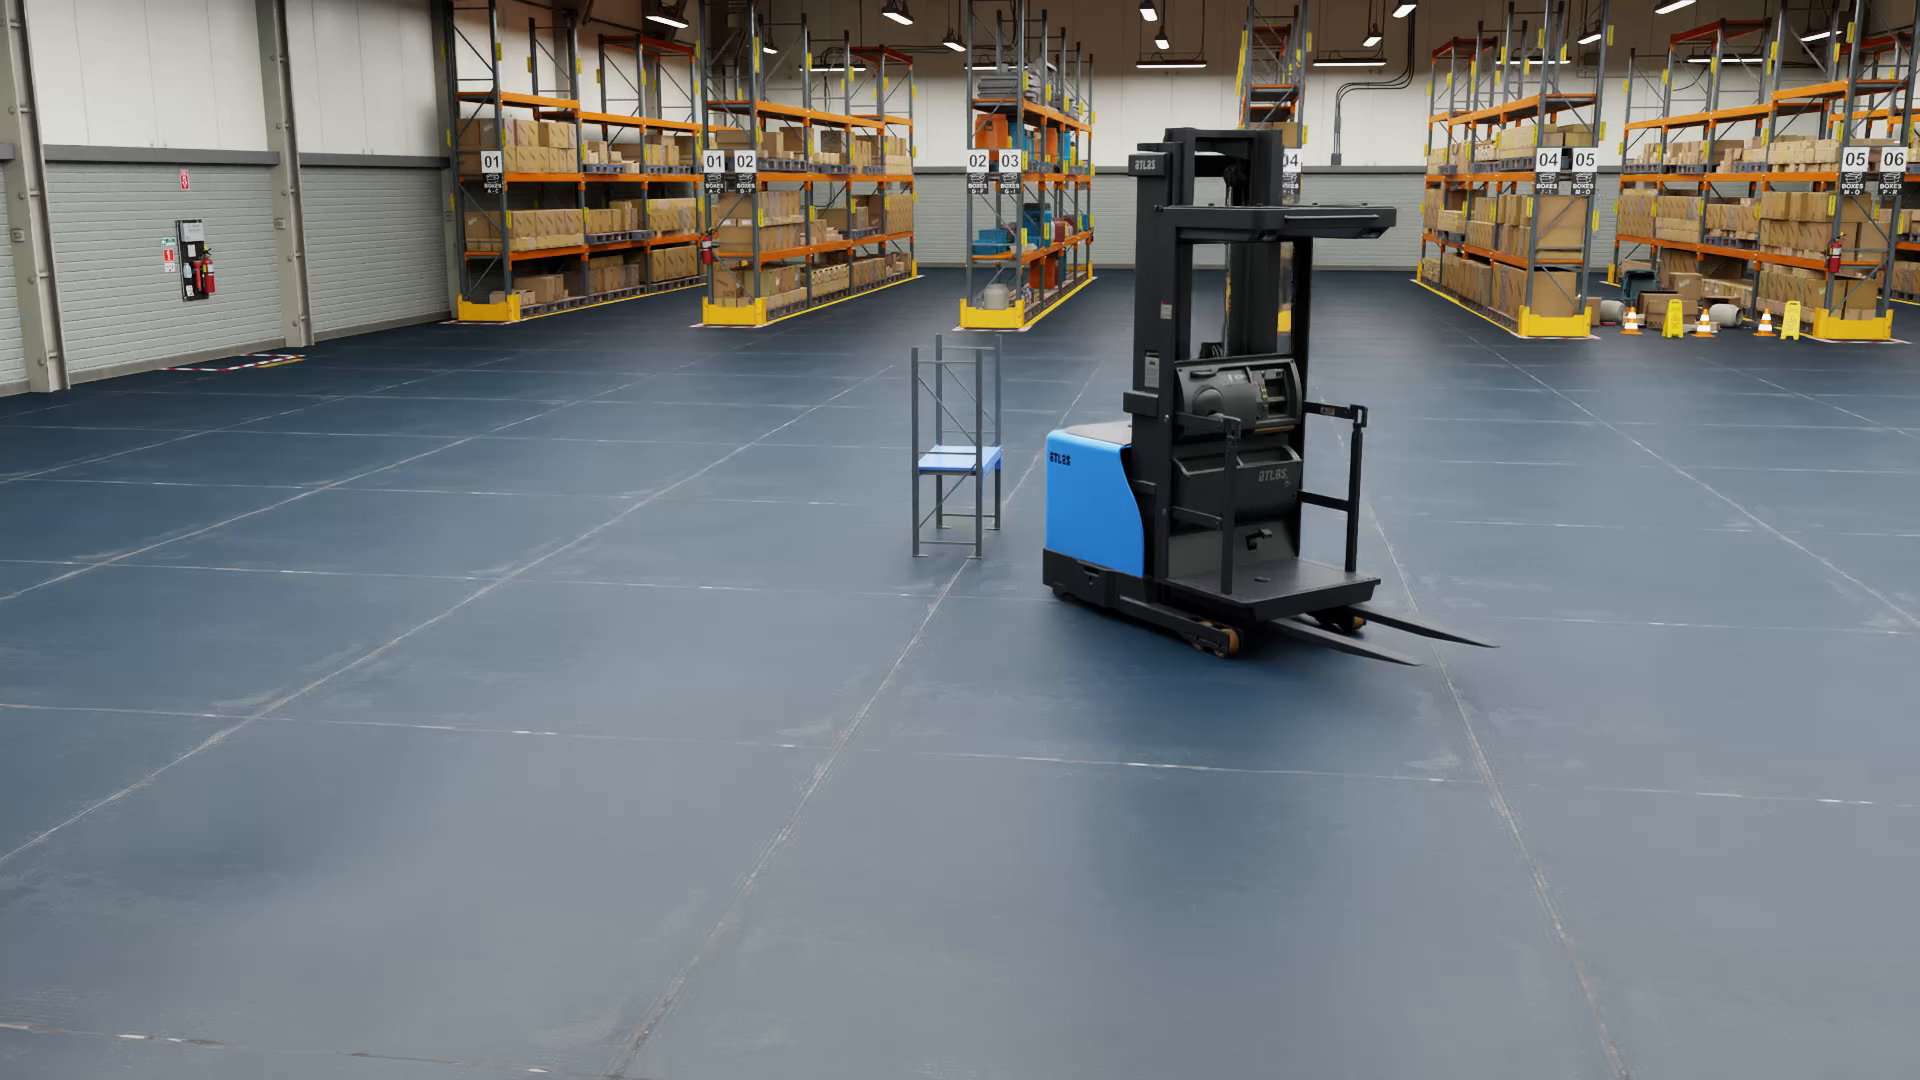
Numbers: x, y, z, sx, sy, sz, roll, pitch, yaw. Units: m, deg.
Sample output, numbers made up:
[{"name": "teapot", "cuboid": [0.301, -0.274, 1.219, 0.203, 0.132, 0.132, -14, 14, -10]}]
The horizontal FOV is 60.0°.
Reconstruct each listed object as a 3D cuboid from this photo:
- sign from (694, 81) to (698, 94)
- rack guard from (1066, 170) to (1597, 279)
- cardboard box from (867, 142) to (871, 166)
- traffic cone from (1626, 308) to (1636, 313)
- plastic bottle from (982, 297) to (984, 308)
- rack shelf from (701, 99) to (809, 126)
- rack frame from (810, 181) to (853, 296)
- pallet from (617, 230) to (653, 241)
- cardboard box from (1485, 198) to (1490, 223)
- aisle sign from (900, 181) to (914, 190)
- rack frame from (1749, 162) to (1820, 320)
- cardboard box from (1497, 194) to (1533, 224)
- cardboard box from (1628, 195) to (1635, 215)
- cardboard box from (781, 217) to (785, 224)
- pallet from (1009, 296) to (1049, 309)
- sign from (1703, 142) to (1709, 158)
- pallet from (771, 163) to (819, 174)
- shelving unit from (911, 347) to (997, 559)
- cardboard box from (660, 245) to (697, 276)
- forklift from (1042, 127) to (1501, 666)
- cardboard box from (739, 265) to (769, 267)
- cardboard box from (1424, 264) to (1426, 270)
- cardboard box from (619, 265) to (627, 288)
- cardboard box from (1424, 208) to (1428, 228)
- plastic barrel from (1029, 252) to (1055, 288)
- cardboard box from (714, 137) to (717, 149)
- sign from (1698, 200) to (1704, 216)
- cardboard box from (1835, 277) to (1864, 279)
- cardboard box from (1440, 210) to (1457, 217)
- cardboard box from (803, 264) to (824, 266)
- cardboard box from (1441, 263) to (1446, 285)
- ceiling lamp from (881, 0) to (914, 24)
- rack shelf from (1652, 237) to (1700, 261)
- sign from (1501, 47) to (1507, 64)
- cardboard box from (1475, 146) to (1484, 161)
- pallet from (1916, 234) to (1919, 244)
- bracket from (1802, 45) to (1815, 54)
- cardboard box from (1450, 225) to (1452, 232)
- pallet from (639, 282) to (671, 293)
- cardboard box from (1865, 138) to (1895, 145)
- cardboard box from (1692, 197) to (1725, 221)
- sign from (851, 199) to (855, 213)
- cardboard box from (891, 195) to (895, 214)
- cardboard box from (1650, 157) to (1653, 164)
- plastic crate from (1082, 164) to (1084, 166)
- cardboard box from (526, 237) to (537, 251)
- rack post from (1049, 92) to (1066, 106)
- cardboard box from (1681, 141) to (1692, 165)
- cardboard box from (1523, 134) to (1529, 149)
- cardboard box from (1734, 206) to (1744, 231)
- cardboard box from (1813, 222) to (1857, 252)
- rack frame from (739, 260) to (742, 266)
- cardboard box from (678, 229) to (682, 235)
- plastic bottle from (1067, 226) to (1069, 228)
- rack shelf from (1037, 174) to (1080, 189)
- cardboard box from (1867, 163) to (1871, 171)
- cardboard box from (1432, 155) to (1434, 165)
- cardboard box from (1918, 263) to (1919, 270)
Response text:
[{"name": "sign", "cuboid": [-6.779, -11.636, 42.722, 0.100, 0.325, 0.005, 2, 12, 9]}, {"name": "rack guard", "cuboid": [6.732, -6.835, 37.503, 11.052, 2.825, 16.299, 2, 12, 9]}, {"name": "cardboard box", "cuboid": [-2.571, -9.731, 41.933, 0.600, 0.600, 0.600, 1, 12, 3]}, {"name": "traffic cone", "cuboid": [13.792, -4.912, 34.186, 0.336, 0.463, 0.334, 2, 12, 9]}, {"name": "plastic bottle", "cuboid": [0.476, -4.648, 32.539, 0.097, 0.201, 0.097, 0, 12, 0]}, {"name": "rack shelf", "cuboid": [-3.959, -8.367, 32.617, 1.077, 0.370, 4.000, 2, 12, 9]}, {"name": "rack frame", "cuboid": [-3.036, -7.231, 38.926, 1.000, 3.000, 0.127, 2, 12, 9]}, {"name": "pallet", "cuboid": [-7.936, -7.145, 38.983, 1.213, 0.211, 1.003, 2, 12, 9]}, {"name": "cardboard box", "cuboid": [11.326, -6.853, 34.564, 0.700, 0.500, 0.500, 2, 12, 8]}, {"name": "aisle sign", "cuboid": [-1.493, -10.171, 46.400, 0.394, 0.787, 0.004, 2, 12, 9]}, {"name": "rack frame", "cuboid": [15.928, -5.755, 32.080, 1.000, 3.000, 0.127, 2, 12, 9]}, {"name": "cardboard box", "cuboid": [10.931, -6.420, 32.246, 0.875, 0.550, 0.550, 2, 12, 9]}, {"name": "cardboard box", "cuboid": [17.275, -8.485, 42.136, 0.500, 0.500, 0.500, 2, 12, 8]}, {"name": "cardboard box", "cuboid": [-3.716, -6.381, 33.206, 0.380, 0.149, 0.250, 2, 12, 11]}, {"name": "pallet", "cuboid": [1.325, -5.039, 35.373, 1.003, 0.211, 1.213, 2, 12, 9]}, {"name": "sign", "cuboid": [15.996, -8.366, 35.656, 0.100, 0.325, 0.005, 2, 12, 9]}, {"name": "pallet", "cuboid": [-3.529, -7.955, 35.621, 0.805, 0.209, 1.217, 1, 12, 6]}, {"name": "shelving unit", "cuboid": [-0.014, -0.714, 12.249, 0.500, 1.500, 1.039, 2, 12, 9]}, {"name": "cardboard box", "cuboid": [-7.288, -7.238, 43.066, 0.750, 0.750, 0.750, 2, 12, 9]}, {"name": "forklift", "cuboid": [1.767, -0.882, 9.629, 1.130, 2.935, 3.031, -8, 14, -33]}, {"name": "cardboard box", "cuboid": [-4.186, -5.332, 33.862, 0.500, 0.500, 0.500, 2, 12, 9]}, {"name": "cardboard box", "cuboid": [12.435, -7.194, 43.819, 0.380, 0.149, 0.250, 2, 12, 8]}, {"name": "cardboard box", "cuboid": [-8.185, -6.129, 38.701, 0.700, 0.500, 0.500, 2, 12, 9]}, {"name": "cardboard box", "cuboid": [12.525, -8.503, 43.884, 0.500, 0.500, 0.500, 2, 12, 11]}, {"name": "plastic barrel", "cuboid": [1.916, -6.317, 38.838, 0.600, 0.830, 0.708, 2, 12, 9]}, {"name": "cardboard box", "cuboid": [-6.786, -10.587, 44.719, 0.500, 0.500, 0.500, 2, 12, 9]}, {"name": "sign", "cuboid": [15.995, -7.171, 35.902, 0.100, 0.325, 0.005, 2, 12, 9]}, {"name": "cardboard box", "cuboid": [15.790, -4.423, 29.649, 0.500, 0.500, 0.500, 1, 12, 7]}, {"name": "cardboard box", "cuboid": [11.700, -7.808, 39.792, 0.380, 0.149, 0.250, 2, 12, 10]}, {"name": "cardboard box", "cuboid": [-3.407, -6.267, 38.651, 0.500, 0.311, 0.500, 2, 12, 11]}, {"name": "cardboard box", "cuboid": [11.876, -6.398, 39.999, 0.500, 0.500, 0.500, 2, 12, 11]}, {"name": "ceiling lamp", "cuboid": [-1.003, -12.068, 33.276, 0.800, 3.185, 2.000, 2, 12, 9]}, {"name": "rack shelf", "cuboid": [16.851, -6.653, 37.951, 1.077, 0.370, 4.000, 2, 12, 9]}, {"name": "sign", "cuboid": [10.484, -9.338, 32.058, 0.100, 0.325, 0.005, 2, 12, 9]}, {"name": "cardboard box", "cuboid": [11.308, -8.261, 35.563, 0.500, 0.311, 0.500, 2, 12, 9]}, {"name": "pallet", "cuboid": [21.484, -6.478, 35.886, 1.213, 0.211, 1.003, 2, 12, 9]}, {"name": "bracket", "cuboid": [24.062, -13.909, 47.129, 0.235, 0.232, 0.430, 2, 12, 9]}, {"name": "cardboard box", "cuboid": [11.380, -7.085, 37.846, 0.380, 0.149, 0.250, 2, 12, 8]}, {"name": "pallet", "cuboid": [-7.736, -6.189, 40.712, 1.003, 0.211, 1.213, 2, 12, 9]}, {"name": "cardboard box", "cuboid": [15.569, -6.724, 28.155, 0.380, 0.149, 0.250, 2, 12, 8]}, {"name": "cardboard box", "cuboid": [16.365, -7.242, 36.366, 0.500, 0.500, 0.500, 2, 12, 7]}, {"name": "sign", "cuboid": [-2.487, -7.780, 38.724, 0.100, 0.325, 0.005, 2, 12, 9]}, {"name": "cardboard box", "cuboid": [-1.992, -8.798, 43.585, 0.500, 0.500, 0.500, 1, 12, 7]}, {"name": "cardboard box", "cuboid": [16.981, -9.217, 40.383, 0.380, 0.149, 0.250, 2, 12, 10]}, {"name": "plastic crate", "cuboid": [2.935, -9.555, 42.898, 0.497, 0.269, 0.590, 2, 12, 9]}, {"name": "cardboard box", "cuboid": [-8.708, -5.862, 32.881, 0.500, 0.250, 0.500, 1, 12, 7]}, {"name": "rack post", "cuboid": [1.928, -10.118, 38.260, 0.954, 0.300, 0.937, 2, 12, 9]}, {"name": "cardboard box", "cuboid": [16.528, -8.685, 37.319, 0.500, 0.500, 0.500, 2, 12, 9]}, {"name": "cardboard box", "cuboid": [10.283, -7.070, 29.474, 0.500, 0.250, 0.500, 2, 12, 9]}, {"name": "cardboard box", "cuboid": [15.933, -6.469, 33.451, 0.500, 0.500, 0.500, 2, 12, 11]}, {"name": "cardboard box", "cuboid": [15.124, -5.239, 28.740, 0.500, 0.500, 0.500, 2, 12, 8]}, {"name": "rack frame", "cuboid": [-6.701, -9.056, 47.395, 1.000, 3.000, 0.127, 2, 12, 9]}, {"name": "cardboard box", "cuboid": [-7.274, -7.819, 42.206, 0.380, 0.149, 0.250, 2, 12, 9]}, {"name": "plastic bottle", "cuboid": [2.598, -7.568, 40.786, 0.152, 0.276, 0.135, 2, 12, 9]}, {"name": "rack shelf", "cuboid": [2.165, -8.601, 39.870, 1.077, 0.370, 4.000, 2, 12, 9]}, {"name": "cardboard box", "cuboid": [15.637, -6.382, 28.465, 0.380, 0.149, 0.250, 1, 12, 7]}, {"name": "cardboard box", "cuboid": [12.374, -9.734, 42.589, 0.500, 0.250, 0.500, 2, 12, 9]}, {"name": "cardboard box", "cuboid": [21.493, -6.056, 36.872, 0.380, 0.149, 0.250, 2, 12, 8]}]
